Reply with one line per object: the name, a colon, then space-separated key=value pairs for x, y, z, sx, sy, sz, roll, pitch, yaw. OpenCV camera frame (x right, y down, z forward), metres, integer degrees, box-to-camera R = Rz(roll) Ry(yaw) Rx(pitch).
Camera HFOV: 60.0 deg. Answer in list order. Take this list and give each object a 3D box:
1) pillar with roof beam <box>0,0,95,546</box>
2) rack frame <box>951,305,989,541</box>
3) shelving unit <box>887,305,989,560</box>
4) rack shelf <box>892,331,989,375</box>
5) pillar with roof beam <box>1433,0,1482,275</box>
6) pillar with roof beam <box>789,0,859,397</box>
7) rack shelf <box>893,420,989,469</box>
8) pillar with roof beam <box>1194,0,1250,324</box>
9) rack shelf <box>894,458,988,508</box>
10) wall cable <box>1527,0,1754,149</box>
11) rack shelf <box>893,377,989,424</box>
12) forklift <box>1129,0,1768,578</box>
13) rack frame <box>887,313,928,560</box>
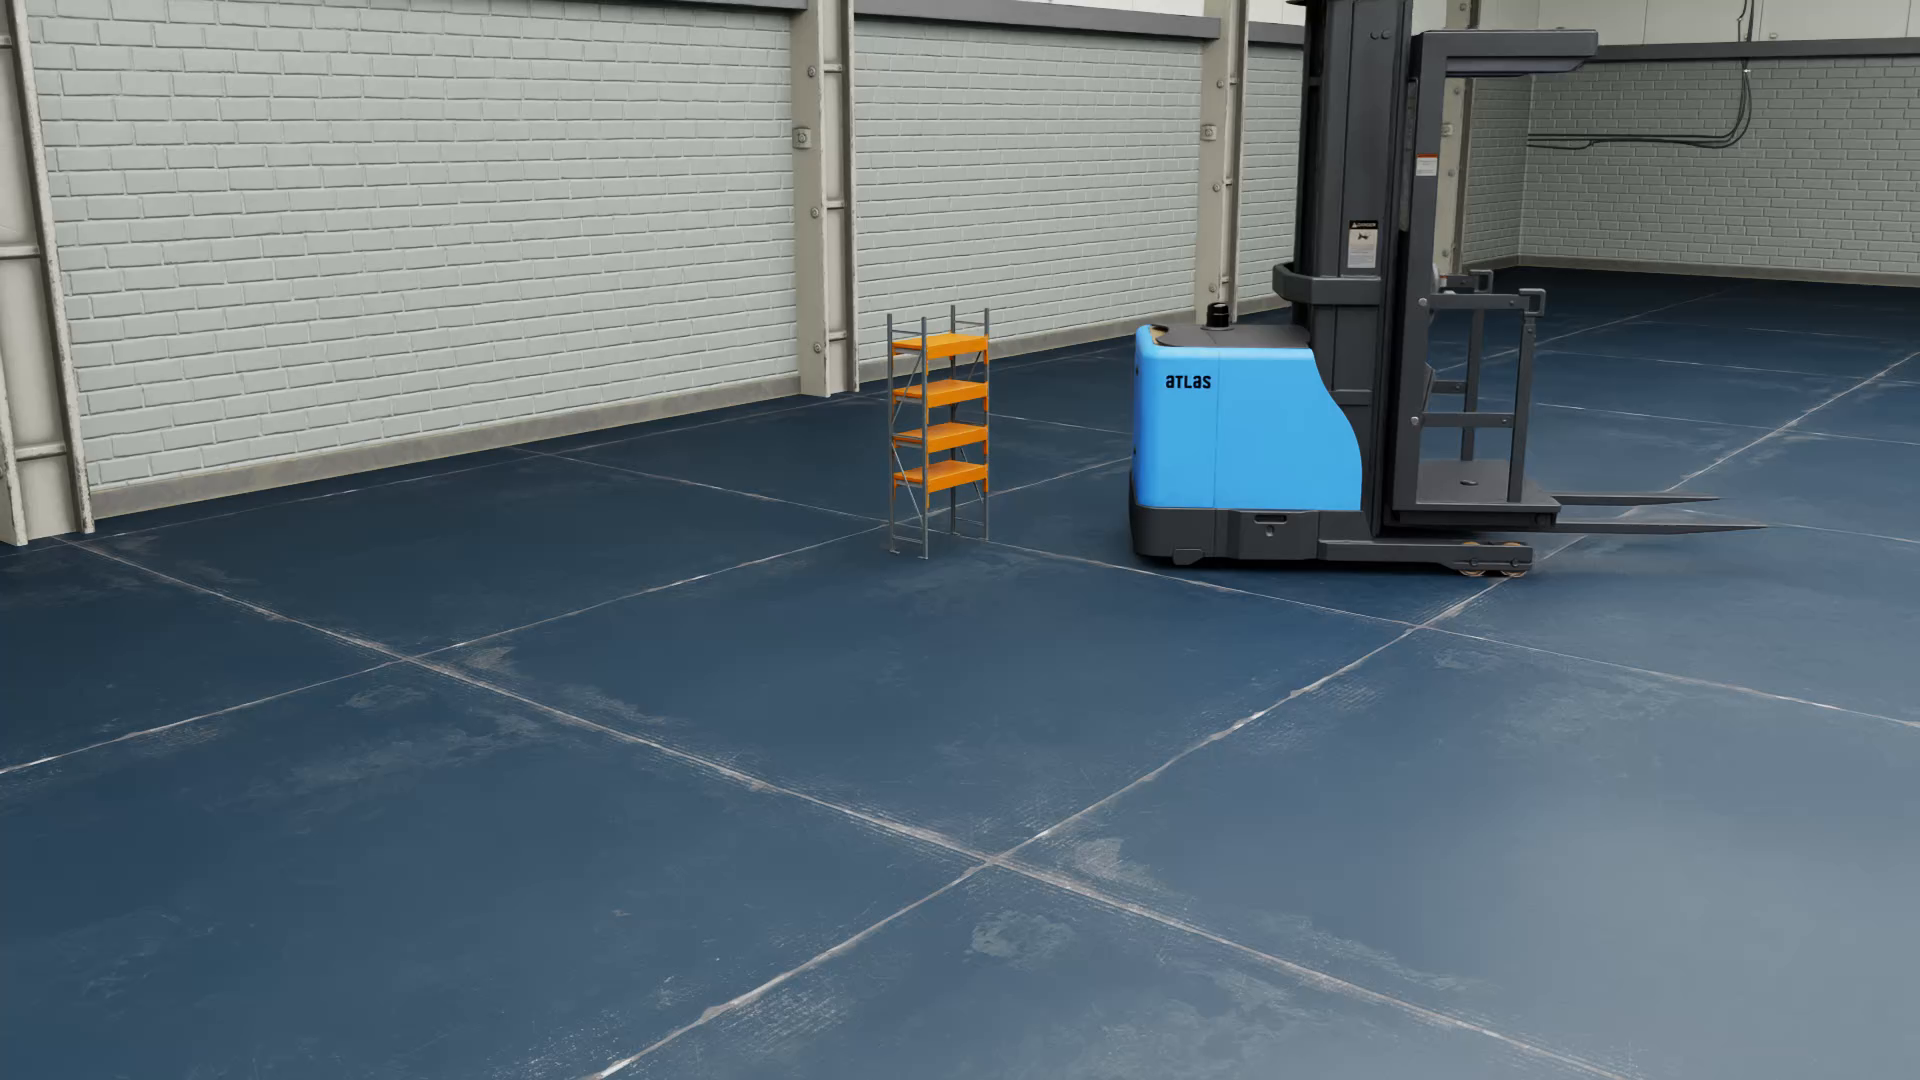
pillar with roof beam: x=-1.468 y=-3.726 z=5.012 sx=9.100 sy=9.000 sz=0.400 roll=11 pitch=18 yaw=38
rack frame: x=0.049 y=-0.597 z=8.534 sx=0.240 sy=1.200 sz=0.015 roll=11 pitch=18 yaw=38
shelving unit: x=-0.104 y=-0.550 z=8.350 sx=0.258 sy=1.200 sz=0.503 roll=11 pitch=18 yaw=38
rack shelf: x=-0.104 y=-0.931 z=8.254 sx=0.258 sy=0.148 sz=0.480 roll=11 pitch=18 yaw=38
pillar with roof beam: x=9.845 y=-7.173 z=18.581 sx=9.100 sy=9.000 sz=0.400 roll=11 pitch=18 yaw=38
pillar with roof beam: x=2.303 y=-4.875 z=9.535 sx=9.100 sy=9.000 sz=0.400 roll=11 pitch=18 yaw=38
rack shelf: x=-0.104 y=-0.485 z=8.367 sx=0.258 sy=0.148 sz=0.480 roll=11 pitch=18 yaw=38
pillar with roof beam: x=6.074 y=-6.024 z=14.058 sx=9.100 sy=9.000 sz=0.400 roll=11 pitch=18 yaw=38
rack shelf: x=-0.104 y=-0.292 z=8.416 sx=0.258 sy=0.148 sz=0.480 roll=11 pitch=18 yaw=38
wall cable: x=9.377 y=-6.694 z=23.001 sx=3.097 sy=2.526 sz=0.112 roll=11 pitch=18 yaw=38
rack shelf: x=-0.104 y=-0.701 z=8.312 sx=0.258 sy=0.148 sz=0.480 roll=11 pitch=18 yaw=38
forklift: x=2.391 y=-1.377 z=8.092 sx=3.031 sy=2.935 sz=1.130 roll=1 pitch=14 yaw=4
rack frame: x=-0.257 y=-0.503 z=8.166 sx=0.240 sy=1.200 sz=0.015 roll=11 pitch=18 yaw=38
